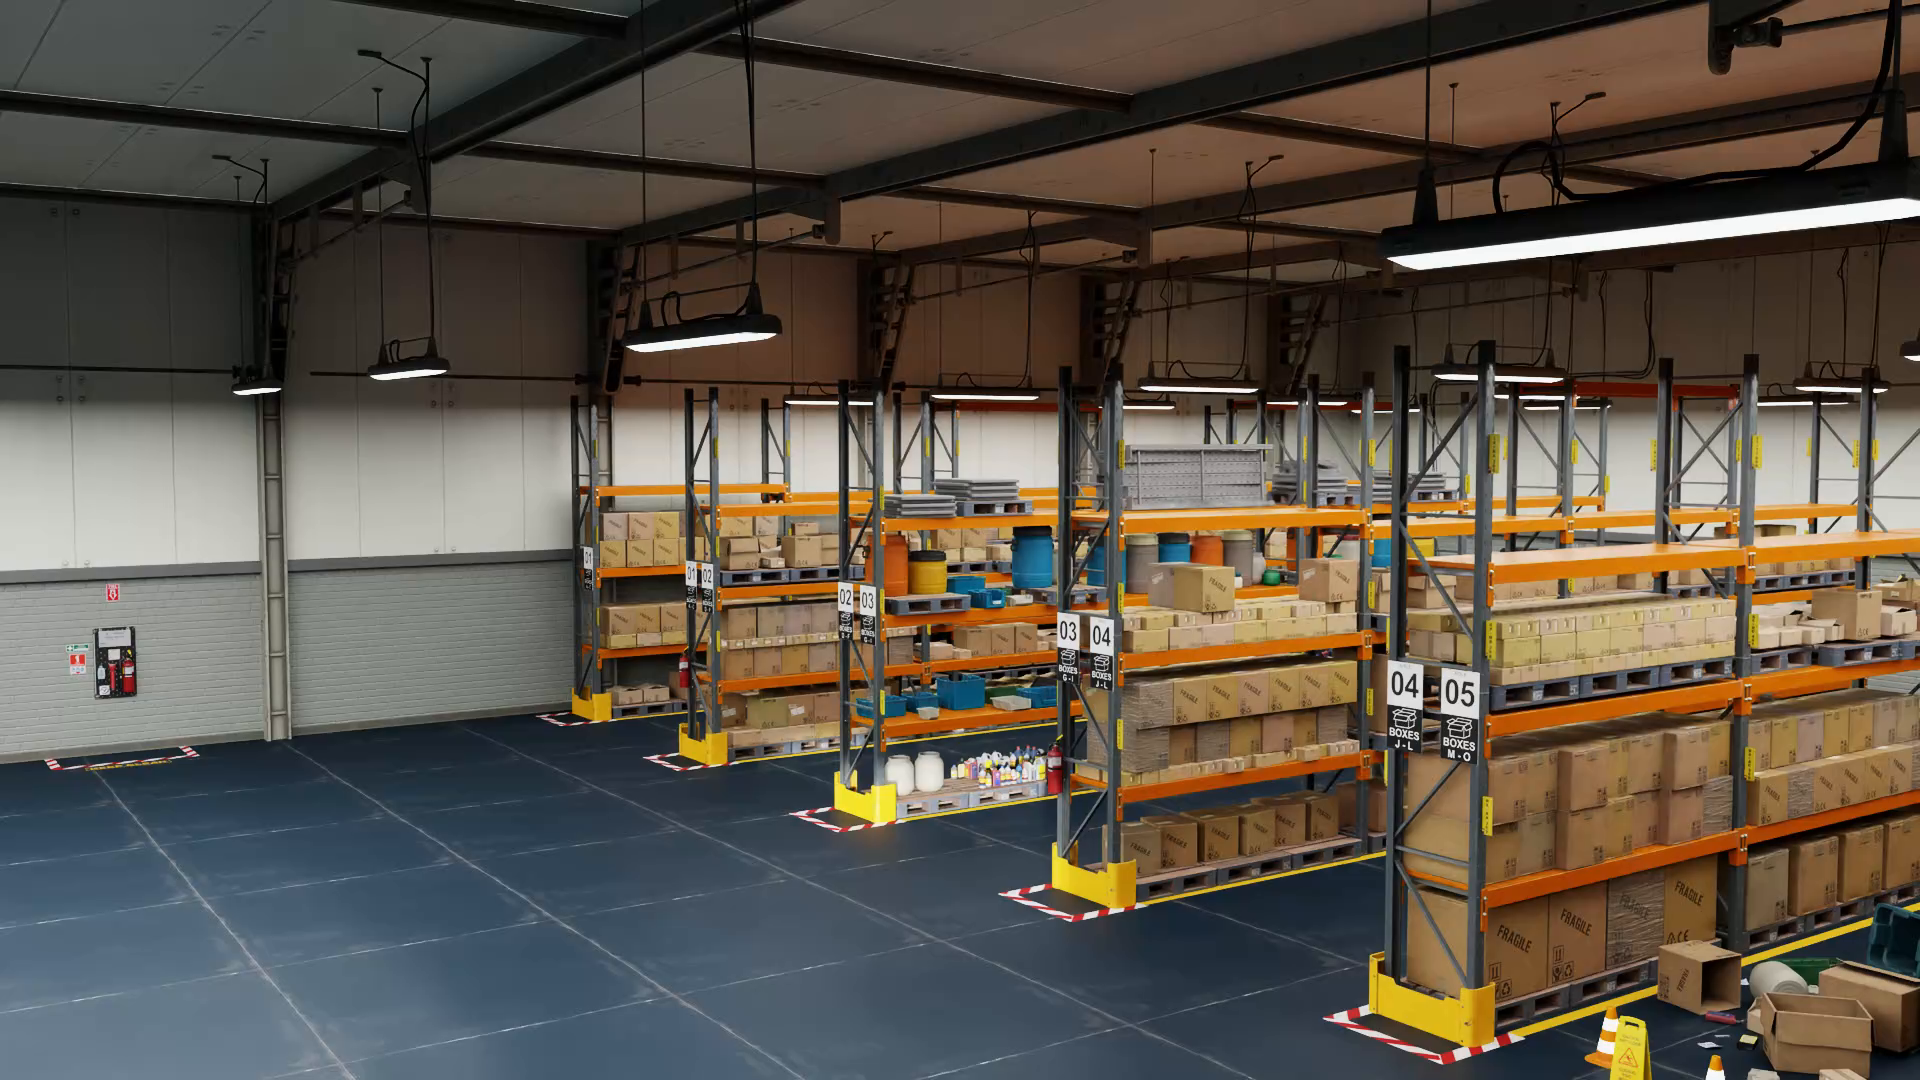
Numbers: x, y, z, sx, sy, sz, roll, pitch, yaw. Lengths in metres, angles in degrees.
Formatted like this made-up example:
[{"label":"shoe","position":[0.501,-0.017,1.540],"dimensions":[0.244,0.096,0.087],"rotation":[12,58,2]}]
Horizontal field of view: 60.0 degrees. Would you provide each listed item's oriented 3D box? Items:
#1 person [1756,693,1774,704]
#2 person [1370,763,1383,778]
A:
[{"label":"person","position":[11.323,2.929,23.681],"dimensions":[0.761,1.623,0.487],"rotation":[1,4,12]},{"label":"person","position":[5.865,2.849,23.807],"dimensions":[0.398,1.816,0.568],"rotation":[2,4,26]}]
